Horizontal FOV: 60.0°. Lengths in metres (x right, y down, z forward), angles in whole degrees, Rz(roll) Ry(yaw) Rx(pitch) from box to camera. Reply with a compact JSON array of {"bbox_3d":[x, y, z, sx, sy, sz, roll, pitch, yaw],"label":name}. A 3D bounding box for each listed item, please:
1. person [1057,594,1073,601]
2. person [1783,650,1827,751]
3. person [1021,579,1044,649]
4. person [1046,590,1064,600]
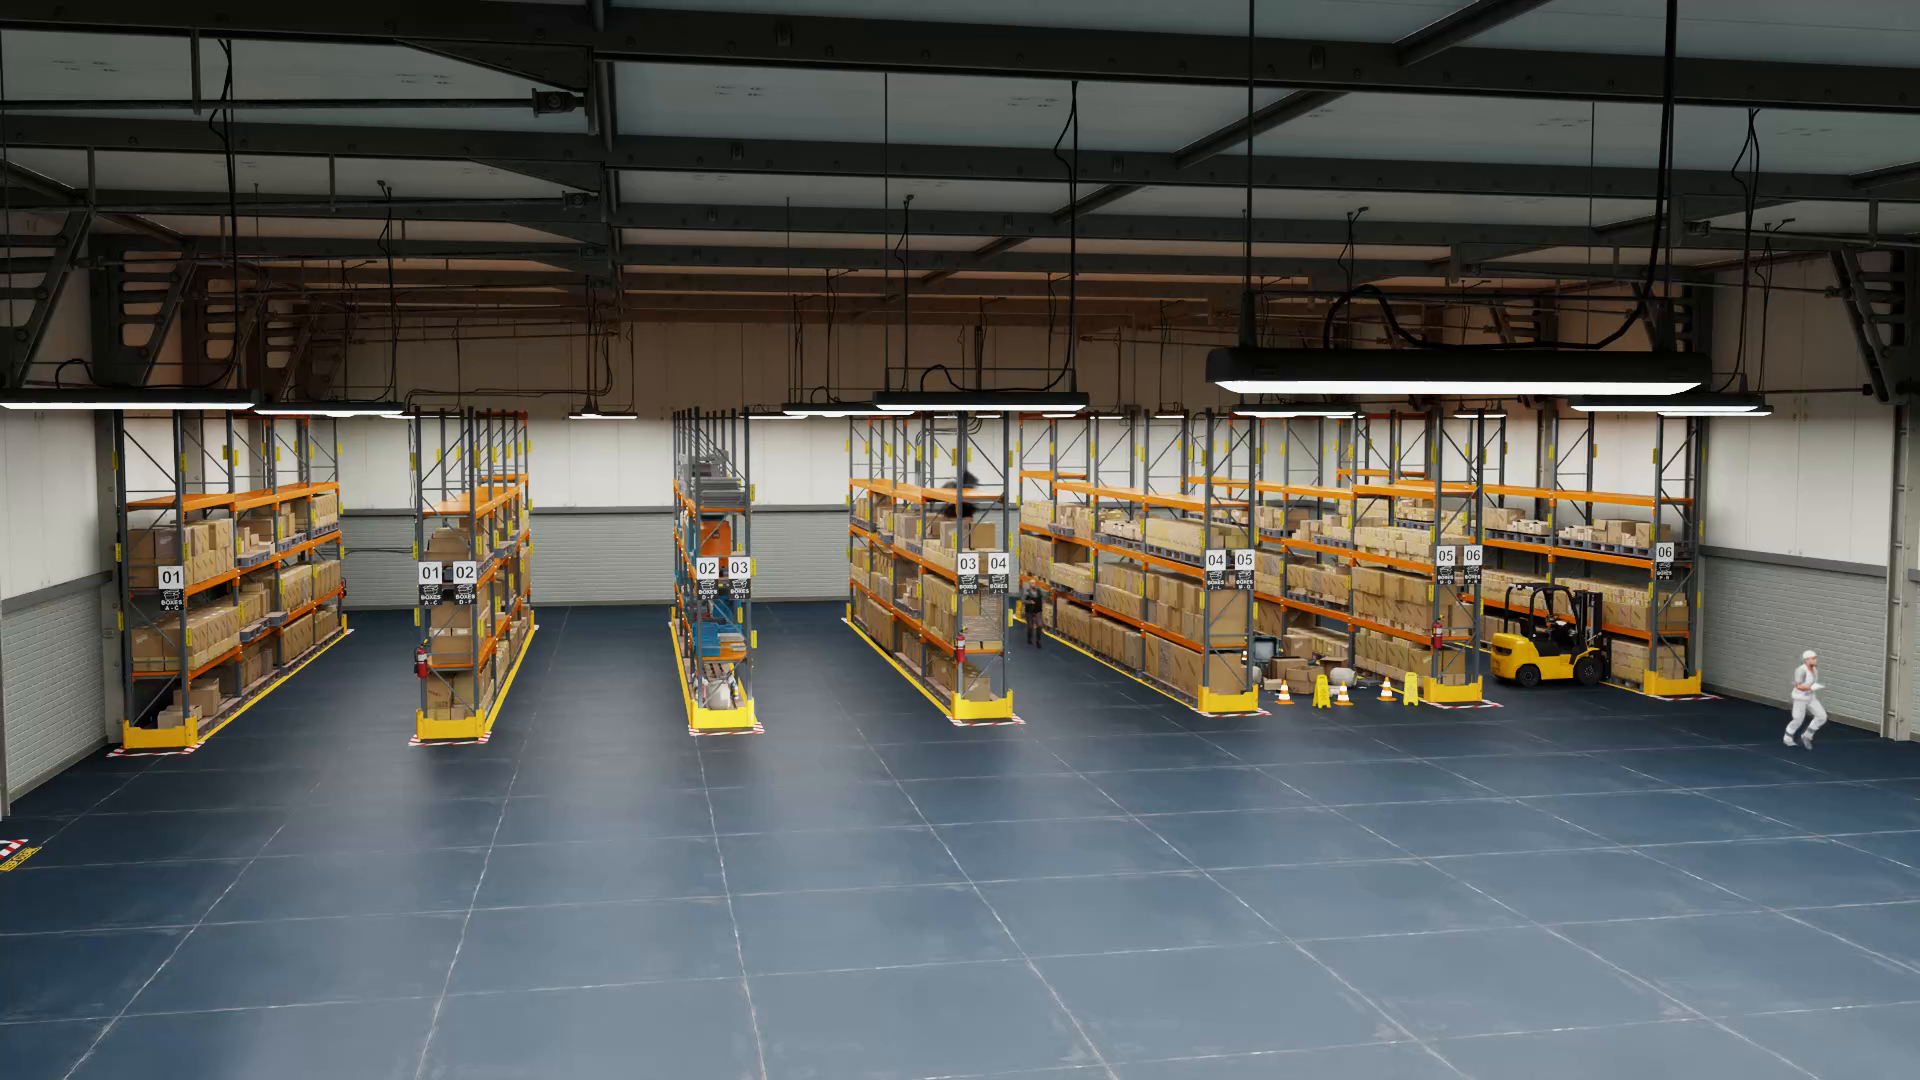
[{"bbox_3d":[3.106,1.398,49.594,0.644,1.657,0.677,4,5,41],"label":"person"},{"bbox_3d":[14.682,2.773,28.851,0.696,1.750,0.800,-2,5,-29],"label":"person"},{"bbox_3d":[1.855,1.792,42.081,0.638,1.605,0.777,-1,4,-9],"label":"person"},{"bbox_3d":[2.763,1.237,50.338,0.979,1.781,0.656,-3,5,-33],"label":"person"}]
